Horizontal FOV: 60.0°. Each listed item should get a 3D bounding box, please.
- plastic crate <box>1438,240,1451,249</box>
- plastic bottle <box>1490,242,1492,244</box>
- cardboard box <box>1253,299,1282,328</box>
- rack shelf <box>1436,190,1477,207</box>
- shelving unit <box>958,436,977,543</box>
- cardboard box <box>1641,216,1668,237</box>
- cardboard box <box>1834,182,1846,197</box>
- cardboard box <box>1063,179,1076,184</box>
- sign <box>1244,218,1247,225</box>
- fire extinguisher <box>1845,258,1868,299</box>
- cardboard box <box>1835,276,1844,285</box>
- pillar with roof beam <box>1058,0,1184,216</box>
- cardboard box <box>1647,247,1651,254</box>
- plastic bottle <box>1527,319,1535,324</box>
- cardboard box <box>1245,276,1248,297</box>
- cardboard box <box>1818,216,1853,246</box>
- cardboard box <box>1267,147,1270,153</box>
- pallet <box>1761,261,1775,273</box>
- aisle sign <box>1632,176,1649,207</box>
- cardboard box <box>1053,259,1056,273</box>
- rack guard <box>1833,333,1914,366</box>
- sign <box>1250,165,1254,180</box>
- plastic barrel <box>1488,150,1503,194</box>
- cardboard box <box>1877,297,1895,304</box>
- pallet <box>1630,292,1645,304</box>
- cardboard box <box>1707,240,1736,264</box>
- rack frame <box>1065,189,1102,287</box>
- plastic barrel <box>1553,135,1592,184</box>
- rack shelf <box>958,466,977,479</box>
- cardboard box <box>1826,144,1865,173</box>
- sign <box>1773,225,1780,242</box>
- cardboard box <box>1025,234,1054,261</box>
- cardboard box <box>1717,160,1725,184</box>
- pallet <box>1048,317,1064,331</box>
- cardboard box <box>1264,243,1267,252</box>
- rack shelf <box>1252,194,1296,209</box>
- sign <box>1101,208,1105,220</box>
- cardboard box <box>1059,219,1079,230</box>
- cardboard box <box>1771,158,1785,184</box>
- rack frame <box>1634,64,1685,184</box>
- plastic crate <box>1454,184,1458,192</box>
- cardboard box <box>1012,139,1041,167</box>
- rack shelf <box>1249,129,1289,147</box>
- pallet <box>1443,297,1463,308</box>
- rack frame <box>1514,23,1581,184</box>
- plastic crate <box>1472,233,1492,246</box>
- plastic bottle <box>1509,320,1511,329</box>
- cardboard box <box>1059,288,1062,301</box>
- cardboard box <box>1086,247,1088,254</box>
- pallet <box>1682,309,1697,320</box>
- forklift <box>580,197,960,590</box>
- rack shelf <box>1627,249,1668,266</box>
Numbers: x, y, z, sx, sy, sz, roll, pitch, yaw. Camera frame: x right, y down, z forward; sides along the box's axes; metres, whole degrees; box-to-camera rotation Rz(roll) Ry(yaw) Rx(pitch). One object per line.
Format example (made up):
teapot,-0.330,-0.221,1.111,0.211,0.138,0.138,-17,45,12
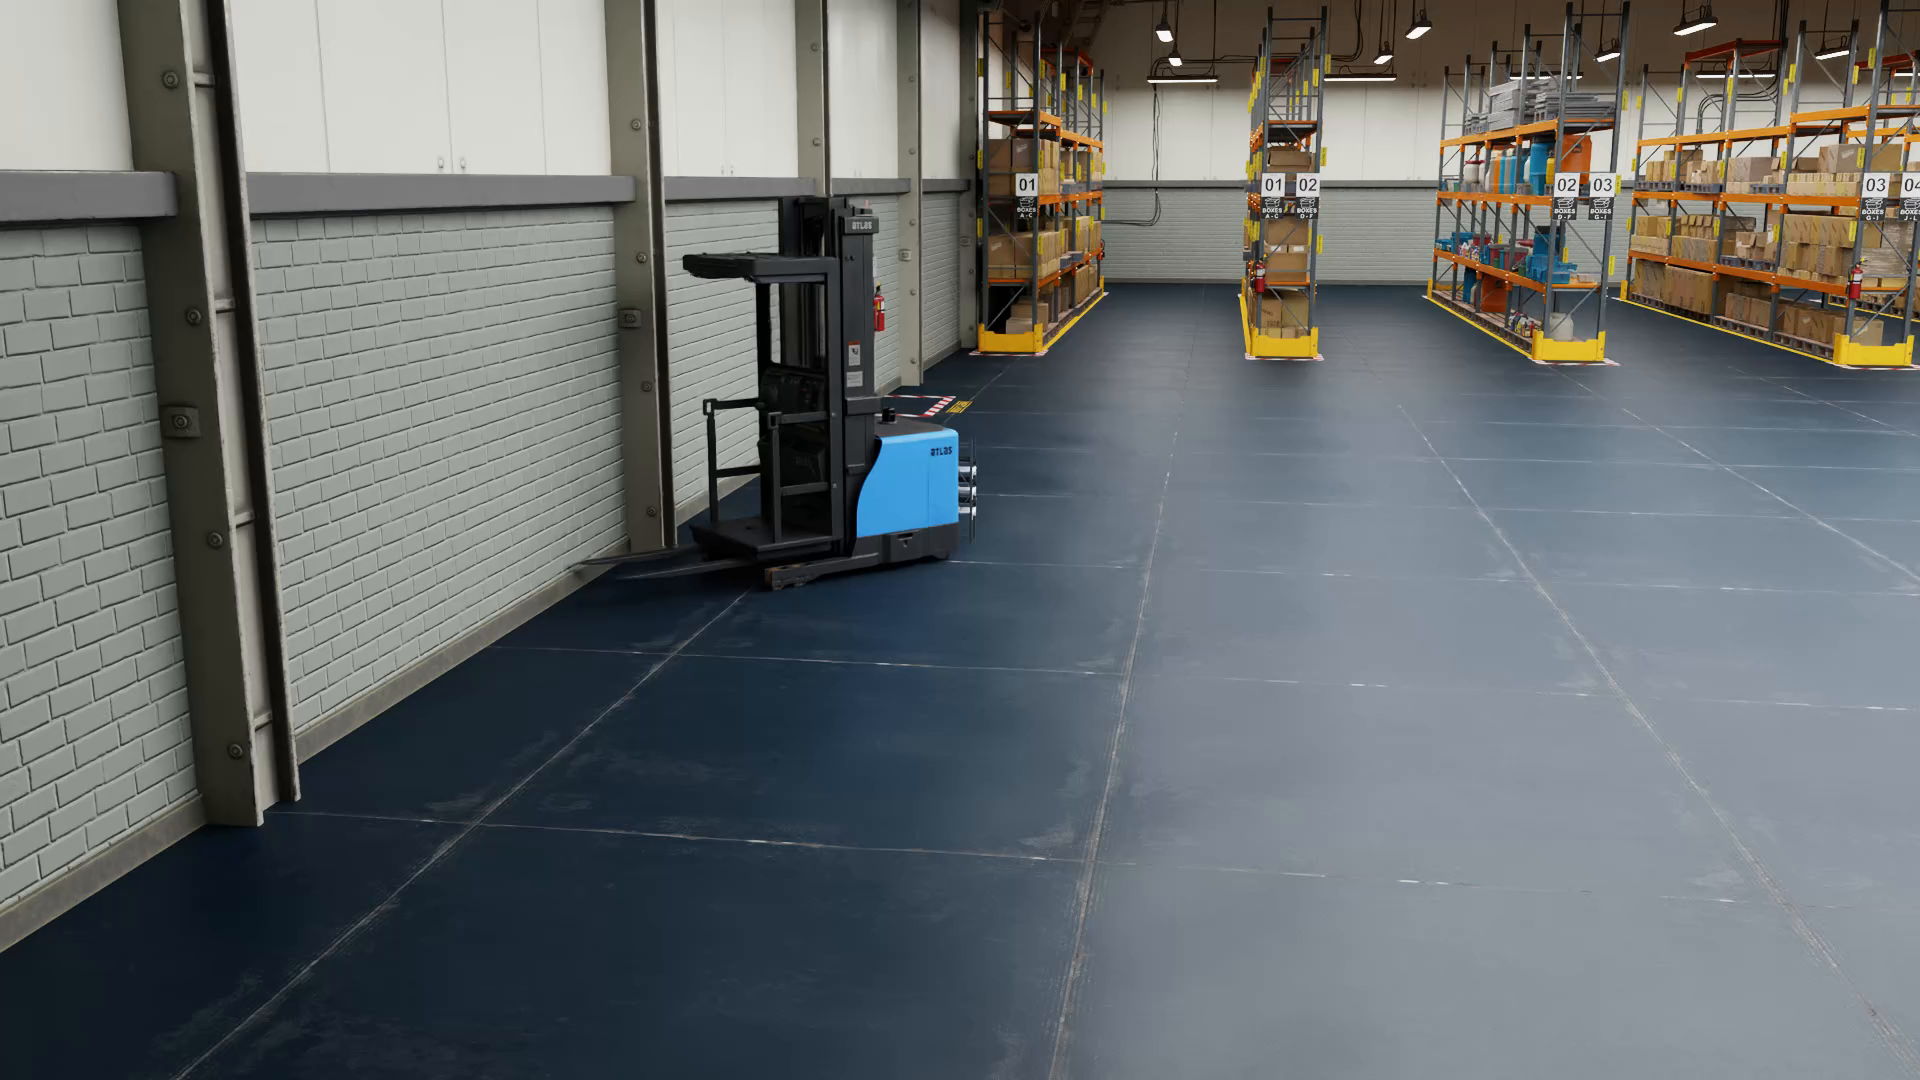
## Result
plastic crate,12.701,-7.726,43.478,0.416,0.233,0.300,2,12,9
plastic bottle,12.561,-6.864,39.339,0.144,0.351,0.185,2,12,9
cardboard box,5.599,-4.136,30.315,0.500,0.500,0.500,2,12,9
rack shelf,12.858,-8.655,42.120,1.077,0.370,4.000,2,12,9
shelving unit,0.001,-0.442,14.406,0.258,0.900,0.210,2,12,9
cardboard box,17.568,-7.931,42.045,0.500,0.500,0.500,2,12,7
cardboard box,15.496,-6.071,28.779,0.500,0.250,0.500,2,12,9
cardboard box,2.302,-7.886,37.009,0.500,0.311,0.500,2,12,9
sign,7.735,-8.558,45.030,0.100,0.325,0.005,2,12,9
fire extinguisher,15.126,-4.418,28.059,0.296,0.674,0.183,2,12,9
cardboard box,15.465,-4.514,28.916,0.380,0.149,0.250,2,12,9
pillar with roof beam,7.191,-11.661,47.240,9.100,9.000,0.548,2,12,9
cardboard box,17.405,-7.235,41.541,0.380,0.149,0.250,2,12,10
plastic bottle,10.842,-4.060,31.633,0.152,0.276,0.135,2,12,9
cardboard box,7.464,-6.406,41.986,0.500,0.500,0.500,2,12,9
cardboard box,15.590,-5.479,29.480,0.500,0.500,0.500,2,12,9
cardboard box,7.115,-8.547,37.301,0.500,0.500,0.500,2,12,9
pallet,16.475,-5.358,32.693,1.003,0.211,1.213,2,12,9
aisle sign,17.774,-9.091,43.388,0.394,0.787,0.004,2,12,9
cardboard box,1.610,-5.399,32.733,0.500,0.250,0.500,2,12,8
rack guard,15.610,-3.259,28.429,1.175,0.500,0.348,2,12,9
sign,6.505,-8.189,37.026,0.100,0.325,0.005,2,12,9
plastic barrel,11.594,-7.838,35.435,0.600,0.901,0.600,0,12,0
cardboard box,22.053,-5.686,39.526,0.380,0.149,0.250,2,12,9
pallet,18.014,-6.264,43.057,1.003,0.211,1.213,2,12,9
cardboard box,16.660,-6.290,36.323,0.500,0.500,0.500,2,12,10
rack frame,3.376,-8.277,45.781,1.000,3.000,0.127,2,12,9
plastic barrel,10.654,-6.612,28.920,0.600,0.830,0.708,2,12,9
rack shelf,0.001,-0.585,14.376,0.258,0.077,0.200,2,12,9
cardboard box,15.587,-6.701,29.217,0.500,0.500,0.500,2,12,9
sign,15.665,-5.881,31.914,0.100,0.325,0.005,2,12,9
cardboard box,1.525,-5.657,32.152,0.500,0.500,0.500,2,12,10
cardboard box,16.852,-7.982,36.049,0.797,0.503,0.637,3,12,12
pallet,1.649,-4.578,35.236,1.003,0.211,1.213,2,12,9
cardboard box,5.759,-5.346,30.404,0.380,0.149,0.250,2,12,8
rack shelf,6.734,-7.151,35.141,1.077,0.370,4.000,2,12,9
sign,3.910,-8.939,45.539,0.100,0.325,0.005,2,12,9
cardboard box,2.475,-7.275,38.359,0.500,0.250,0.500,2,12,10
cardboard box,16.528,-7.311,32.934,0.797,0.503,0.637,2,12,11
rack frame,18.059,-10.728,42.915,1.000,3.000,0.127,2,12,9
plastic crate,12.317,-8.584,40.589,0.450,0.188,0.662,2,12,9
cardboard box,1.215,-7.033,30.228,0.500,0.500,0.500,1,12,5
rack shelf,7.964,-10.281,42.552,1.077,0.370,4.000,2,12,9
pallet,12.625,-5.915,41.438,1.003,0.211,1.213,2,12,9
rack frame,11.320,-8.391,32.069,1.000,3.000,0.127,2,12,9
plastic crate,12.935,-7.362,41.240,0.402,0.464,0.583,2,12,9
plastic bottle,10.822,-4.232,32.609,0.097,0.201,0.097,0,12,0
cardboard box,1.893,-5.350,37.088,0.700,0.500,0.500,2,12,9
cardboard box,2.973,-7.199,41.326,0.380,0.149,0.250,2,12,10
pallet,17.215,-5.182,38.039,1.003,0.211,1.213,2,12,9
forklift,-1.483,-1.178,13.001,3.031,2.935,1.130,-9,15,-36
rack shelf,17.752,-7.028,41.691,1.077,0.370,4.000,2,12,9
